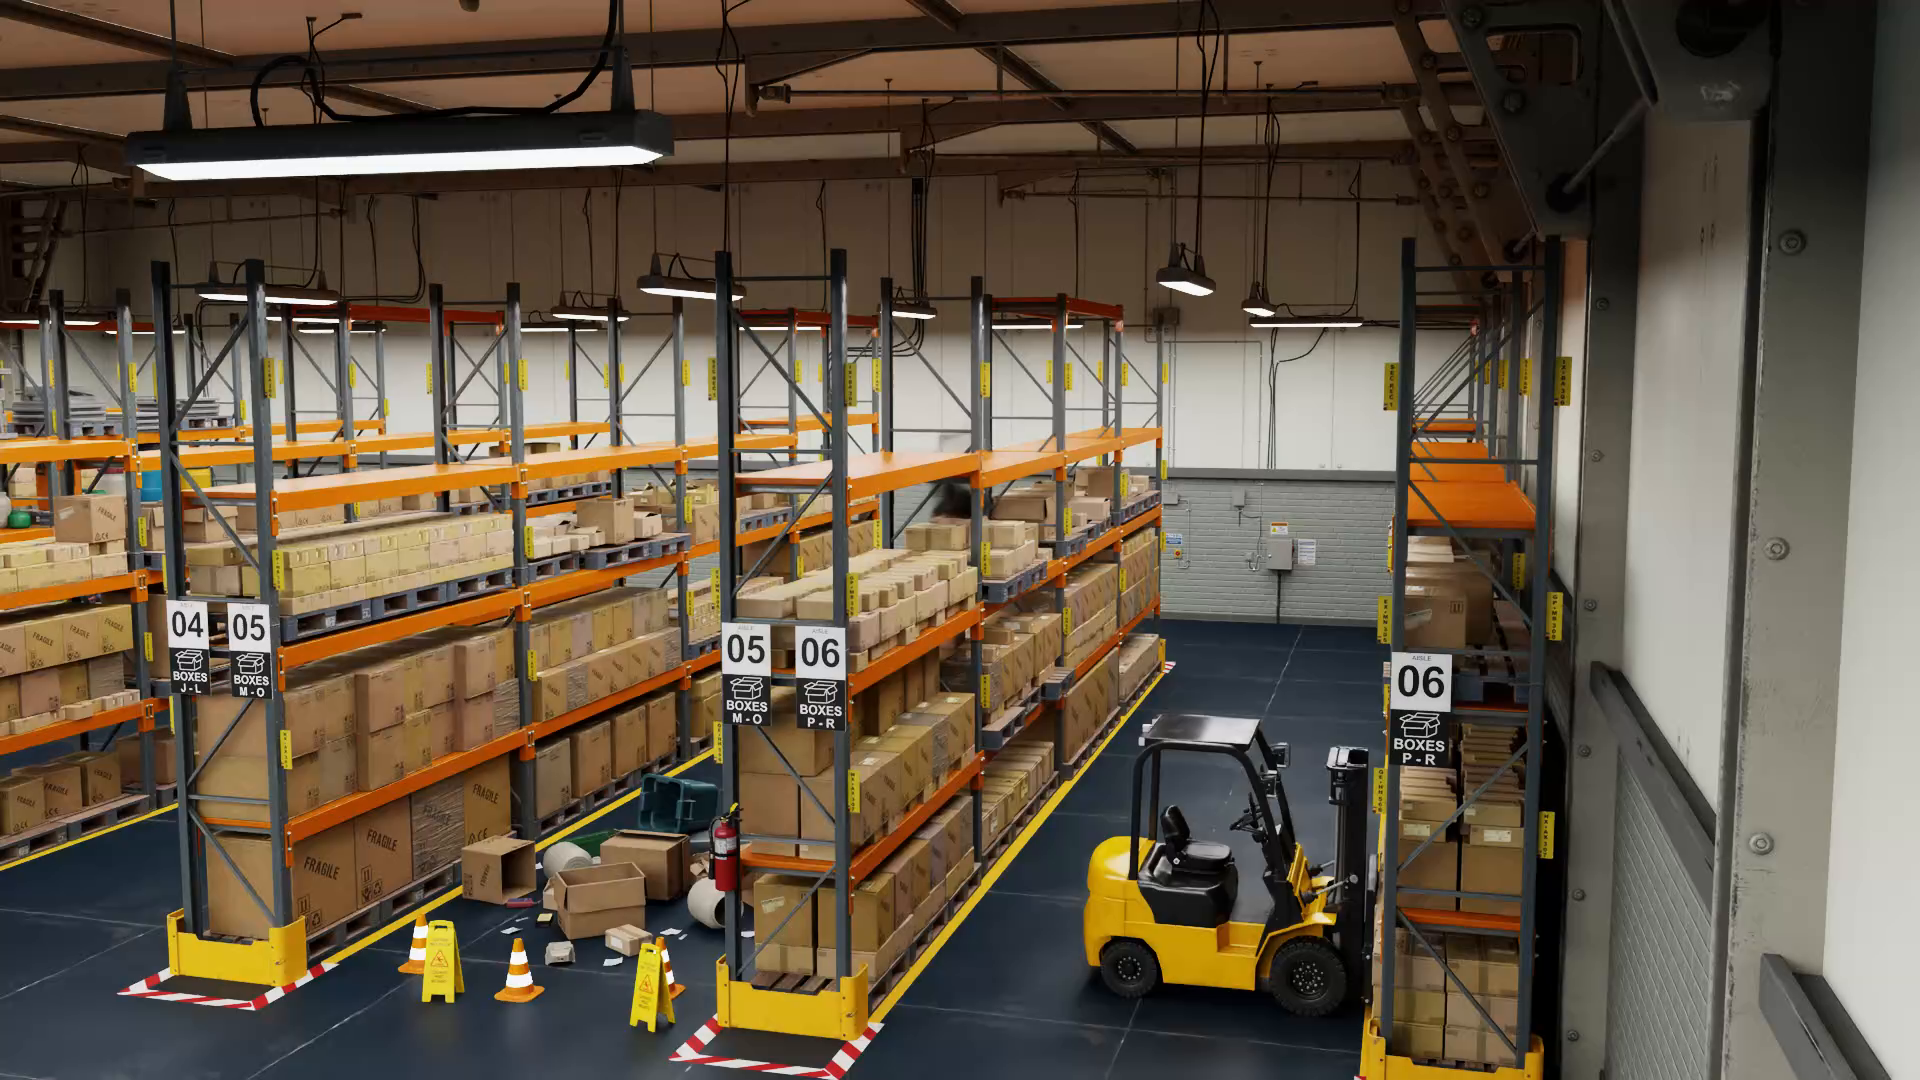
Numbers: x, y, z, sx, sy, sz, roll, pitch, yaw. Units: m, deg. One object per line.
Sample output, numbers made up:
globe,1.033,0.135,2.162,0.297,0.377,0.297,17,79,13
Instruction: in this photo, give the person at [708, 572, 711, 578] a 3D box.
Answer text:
person,-4.163,1.358,28.045,0.691,1.705,0.570,2,6,19
